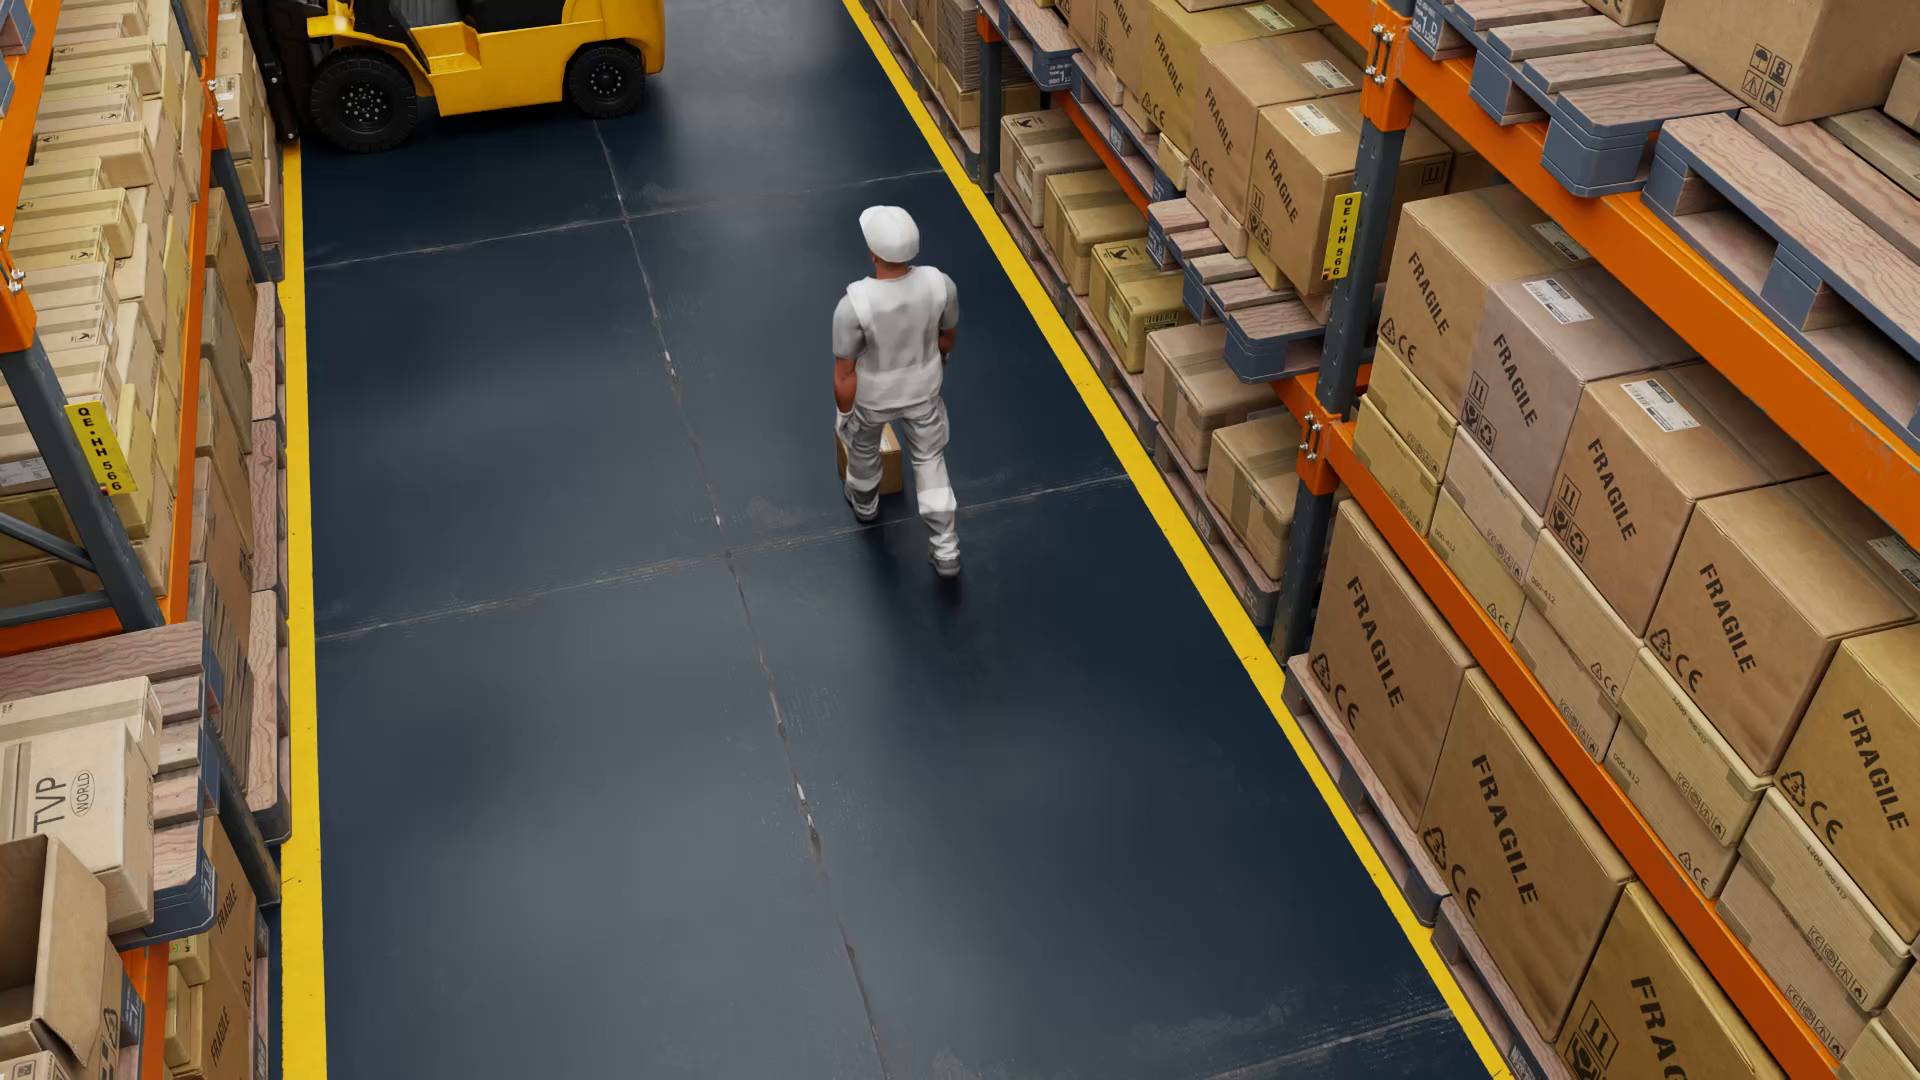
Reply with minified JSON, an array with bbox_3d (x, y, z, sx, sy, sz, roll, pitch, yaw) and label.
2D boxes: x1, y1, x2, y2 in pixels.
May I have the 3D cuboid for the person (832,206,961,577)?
[{"bbox_3d":[-0.279,-0.652,6.871,0.556,1.761,0.912,-11,43,-12],"label":"person"}]
